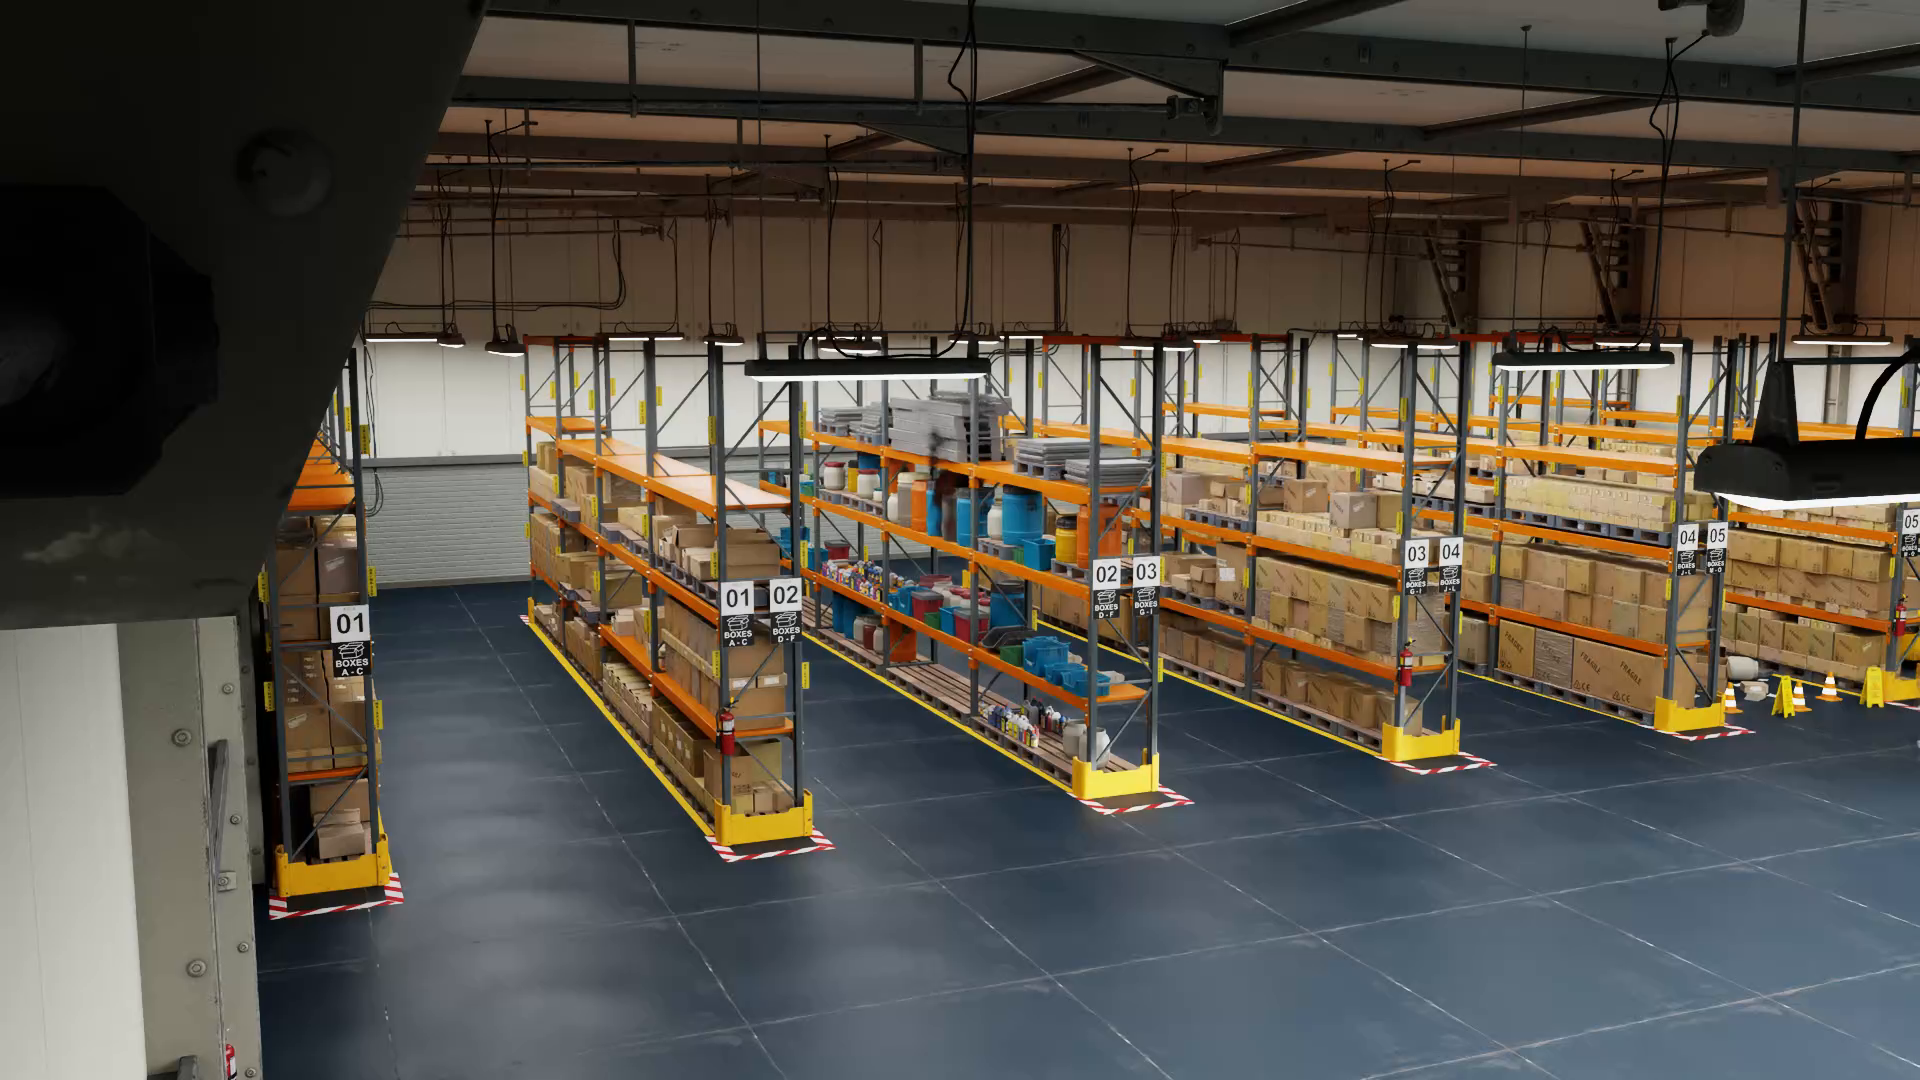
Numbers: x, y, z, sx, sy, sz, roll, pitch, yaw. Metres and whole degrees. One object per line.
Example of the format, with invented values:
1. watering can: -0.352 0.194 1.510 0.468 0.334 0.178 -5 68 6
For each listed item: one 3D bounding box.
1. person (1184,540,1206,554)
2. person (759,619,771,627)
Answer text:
1. person: 5.750 -0.123 41.713 1.026 1.744 0.715 5 9 32
2. person: -3.478 1.525 29.613 0.600 1.589 0.907 -6 10 -38
